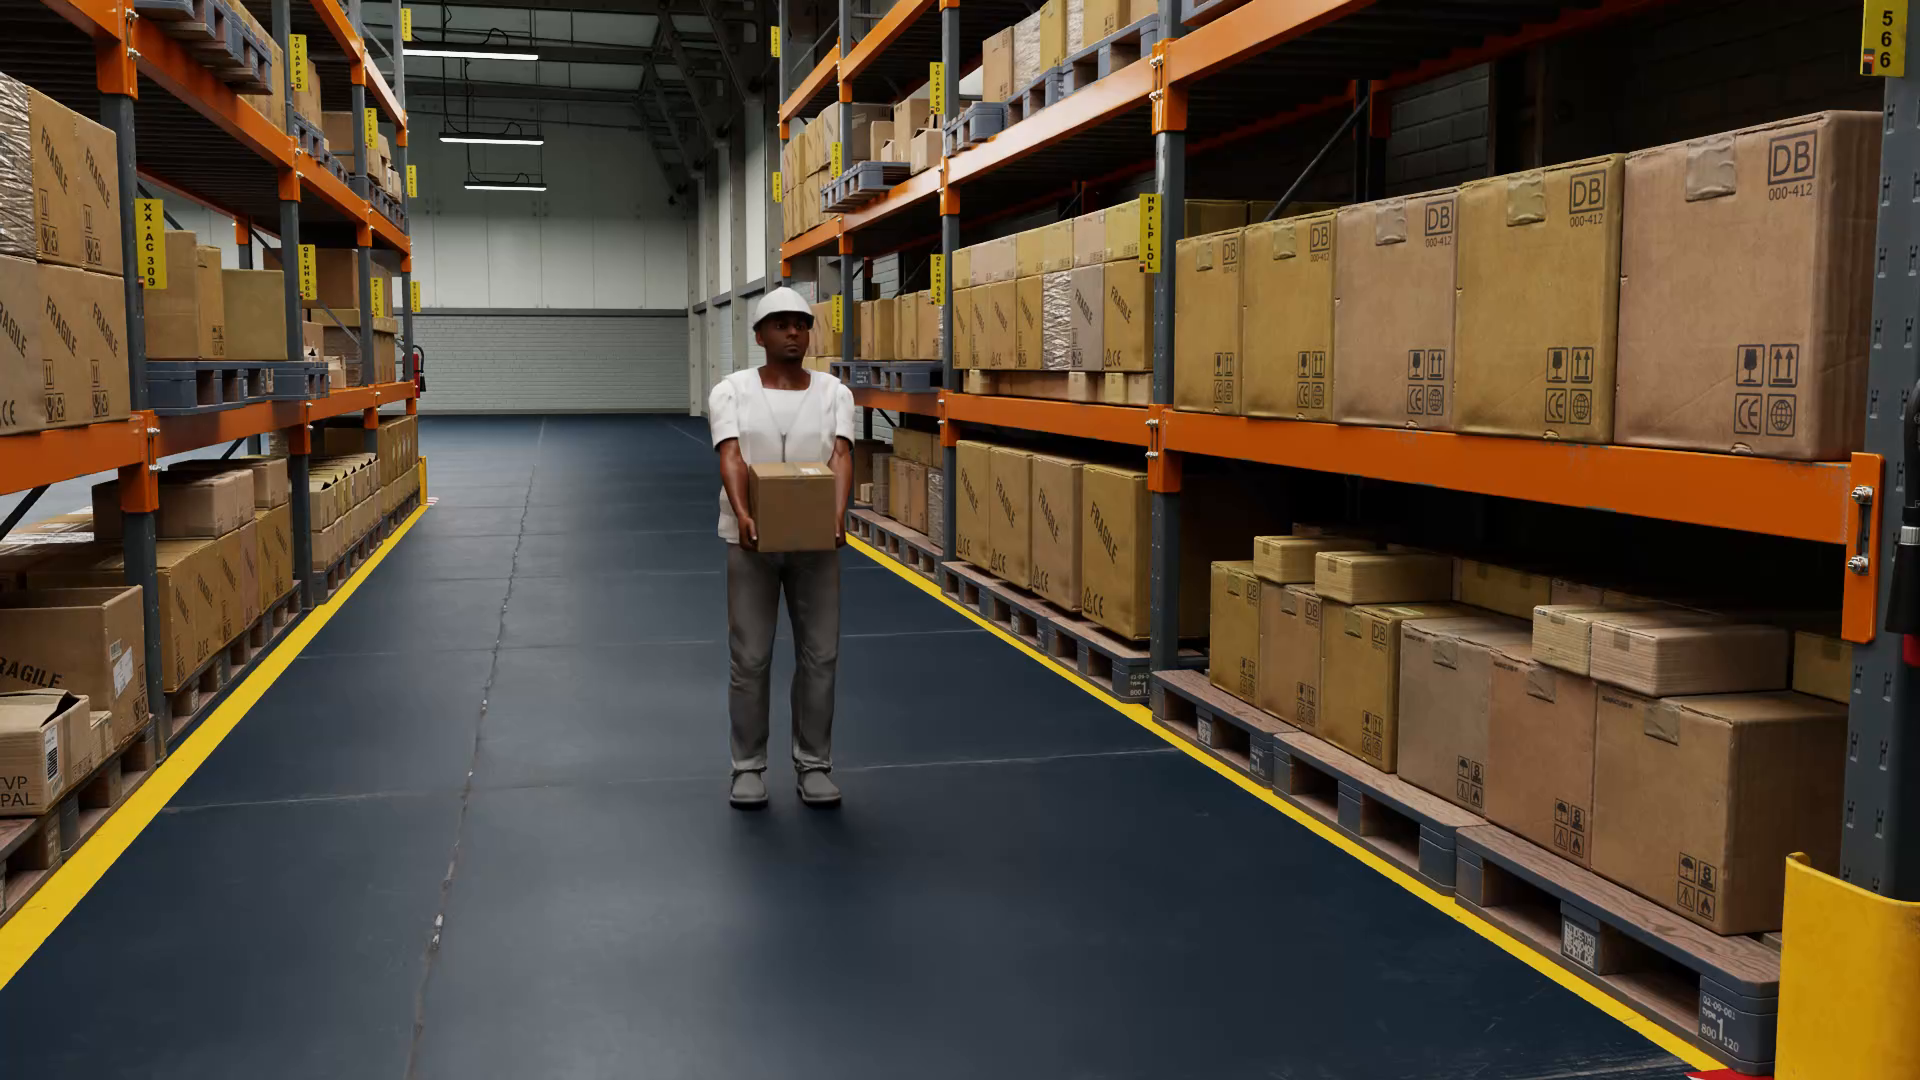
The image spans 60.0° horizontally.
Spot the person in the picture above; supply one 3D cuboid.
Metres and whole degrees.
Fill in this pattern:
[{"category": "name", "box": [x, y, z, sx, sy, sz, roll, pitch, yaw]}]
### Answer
[{"category": "person", "box": [-0.581, 0.025, 5.649, 0.502, 1.758, 0.577, -1, 6, -14]}]
